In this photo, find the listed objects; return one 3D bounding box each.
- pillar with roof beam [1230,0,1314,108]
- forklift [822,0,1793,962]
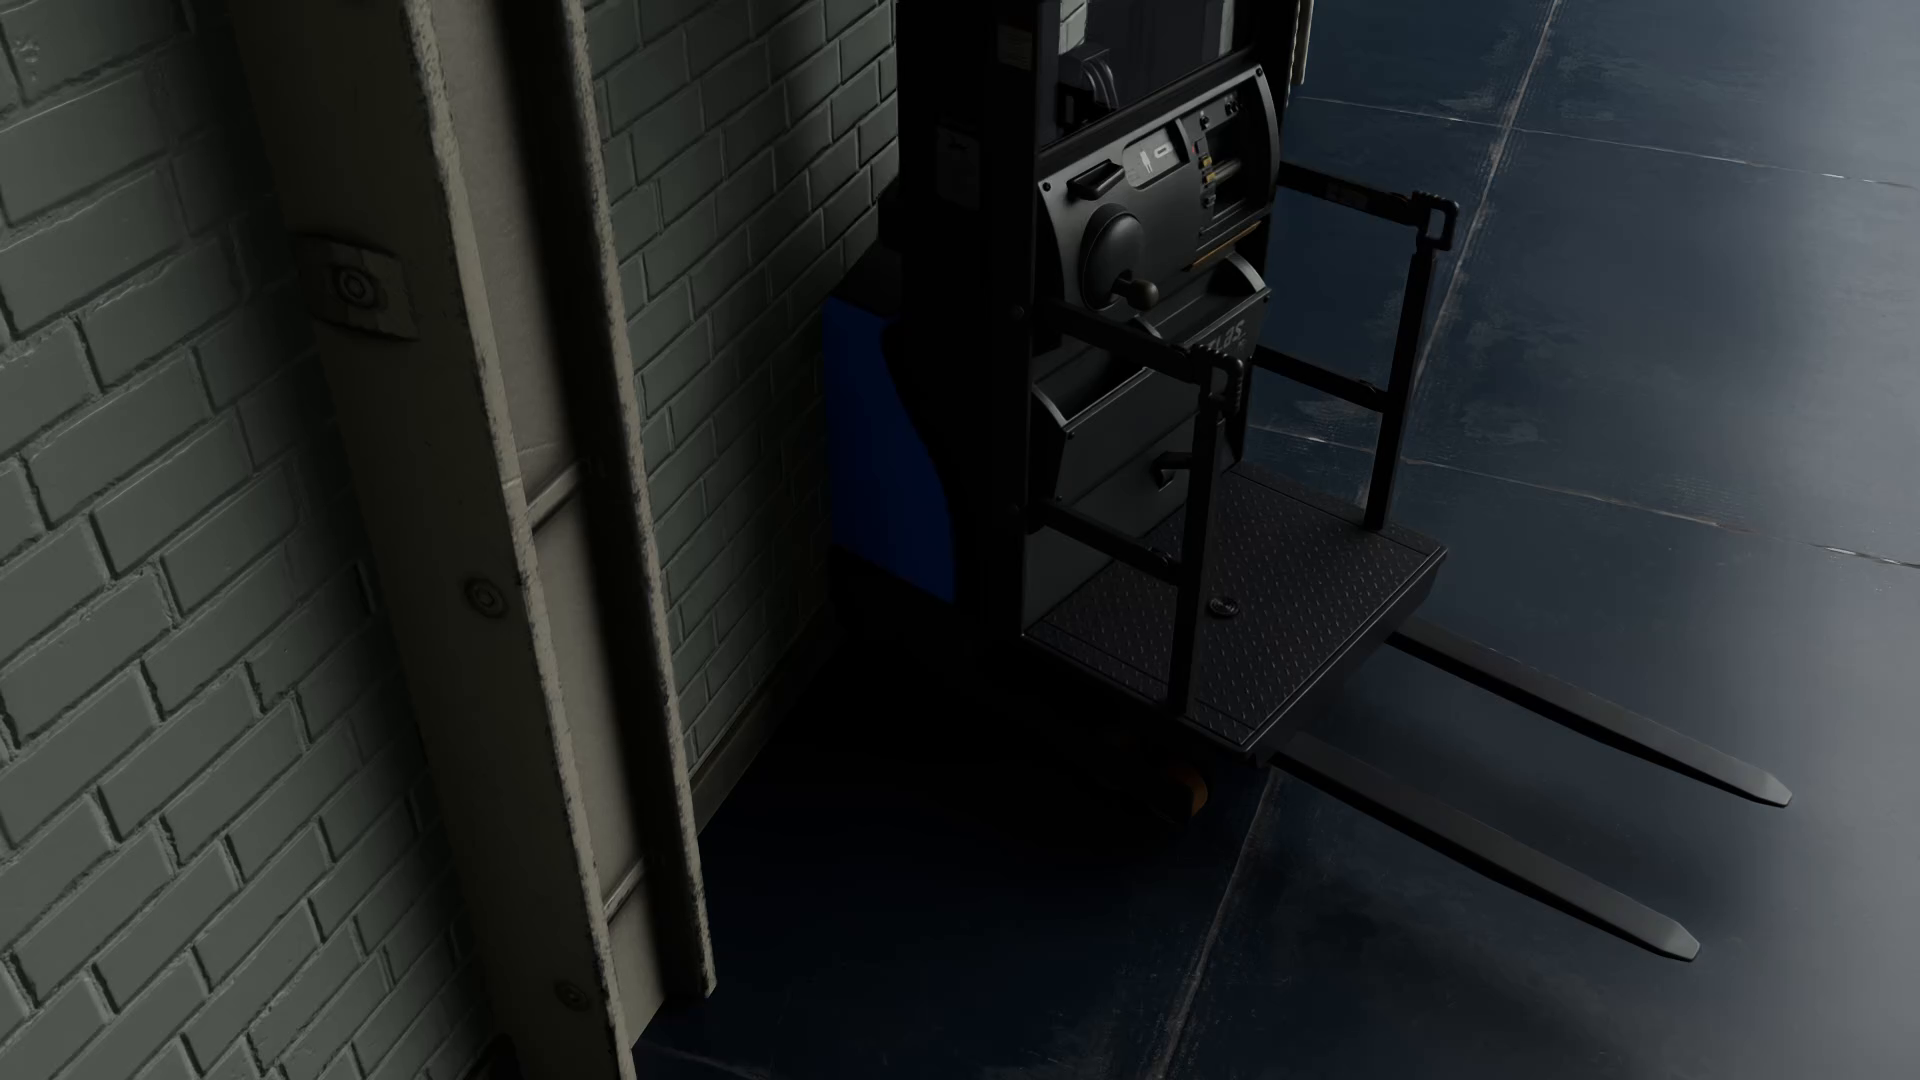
[{"bbox_3d":[5.483,-4.843,4.212,9.100,9.000,0.400,14,39,18],"label":"pillar with roof beam"},{"bbox_3d":[0.656,-0.807,3.881,3.031,2.935,1.130,27,44,31],"label":"forklift"}]
